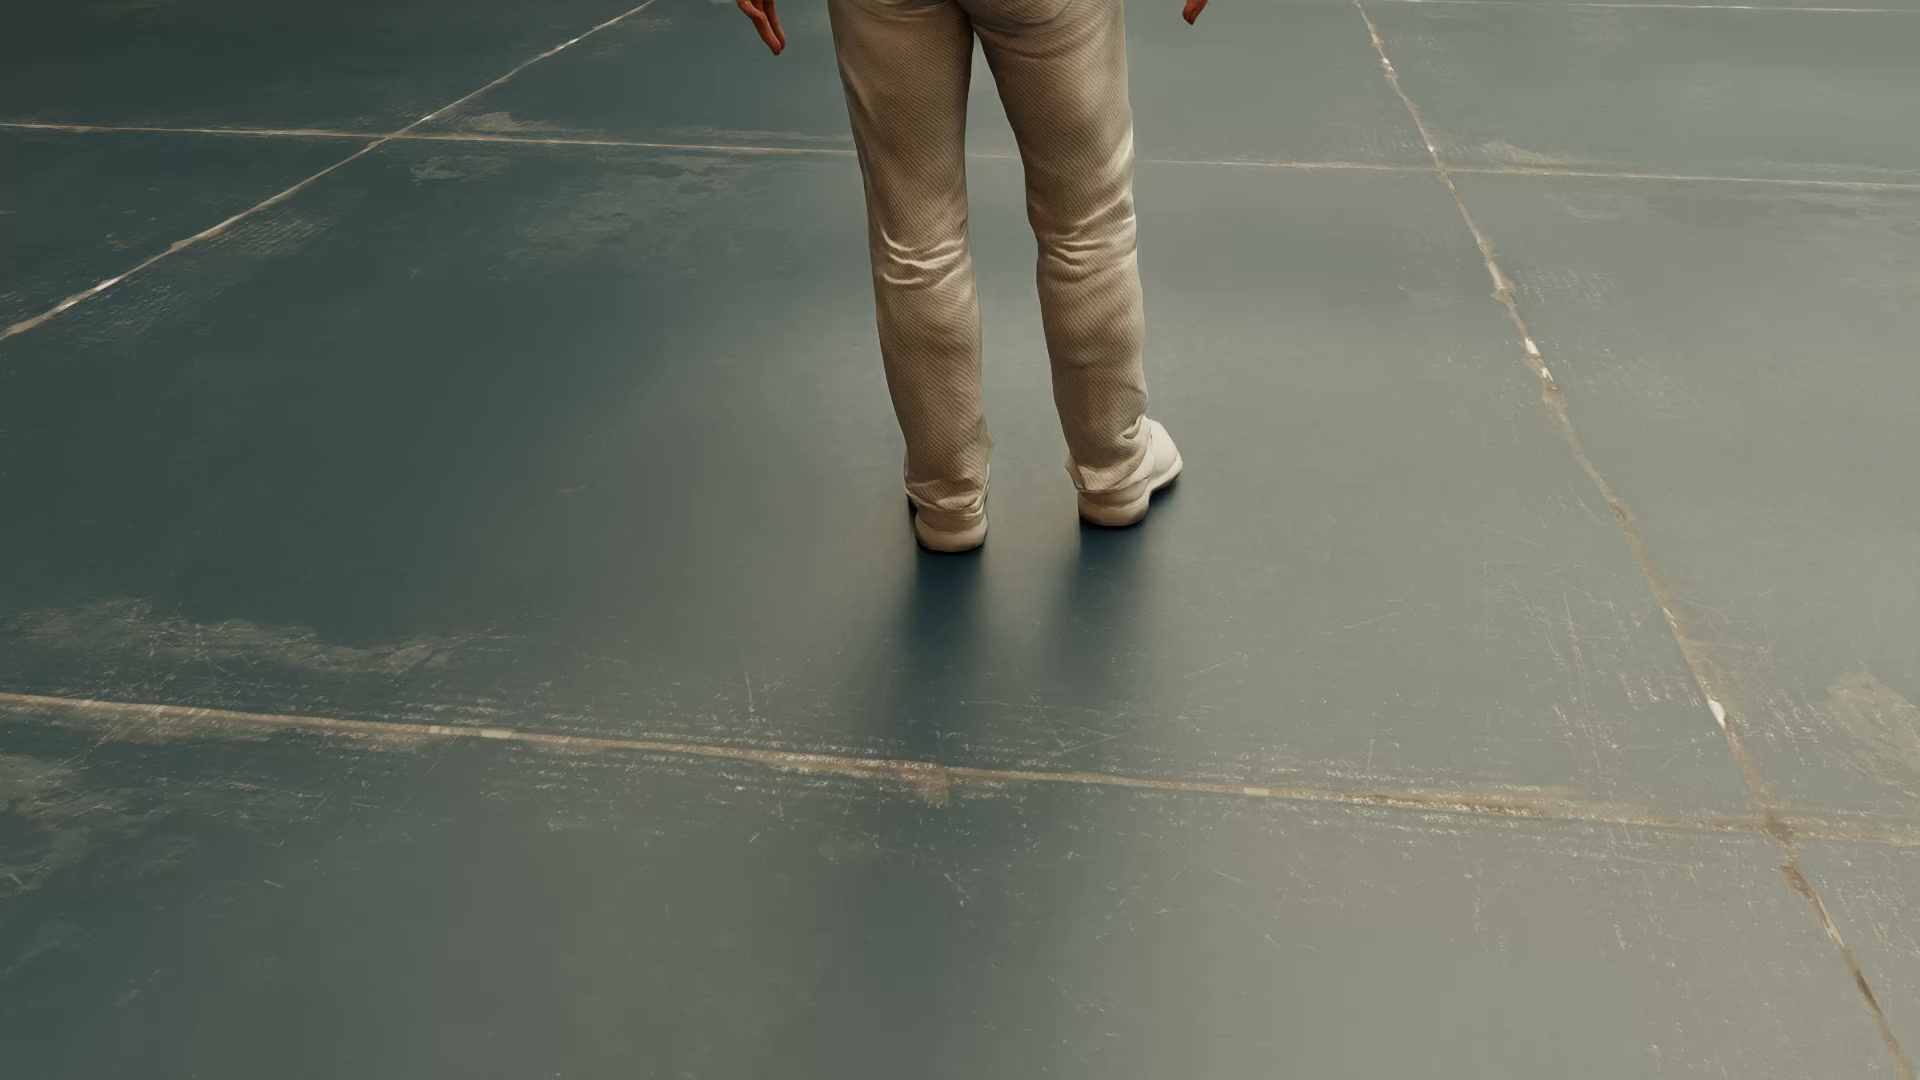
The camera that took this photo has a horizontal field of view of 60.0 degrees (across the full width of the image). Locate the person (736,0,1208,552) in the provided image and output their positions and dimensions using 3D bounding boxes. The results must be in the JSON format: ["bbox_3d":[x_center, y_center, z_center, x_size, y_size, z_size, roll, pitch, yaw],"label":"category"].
[{"bbox_3d":[0.016,-0.827,2.163,0.664,1.765,0.577,3,27,7],"label":"person"}]
